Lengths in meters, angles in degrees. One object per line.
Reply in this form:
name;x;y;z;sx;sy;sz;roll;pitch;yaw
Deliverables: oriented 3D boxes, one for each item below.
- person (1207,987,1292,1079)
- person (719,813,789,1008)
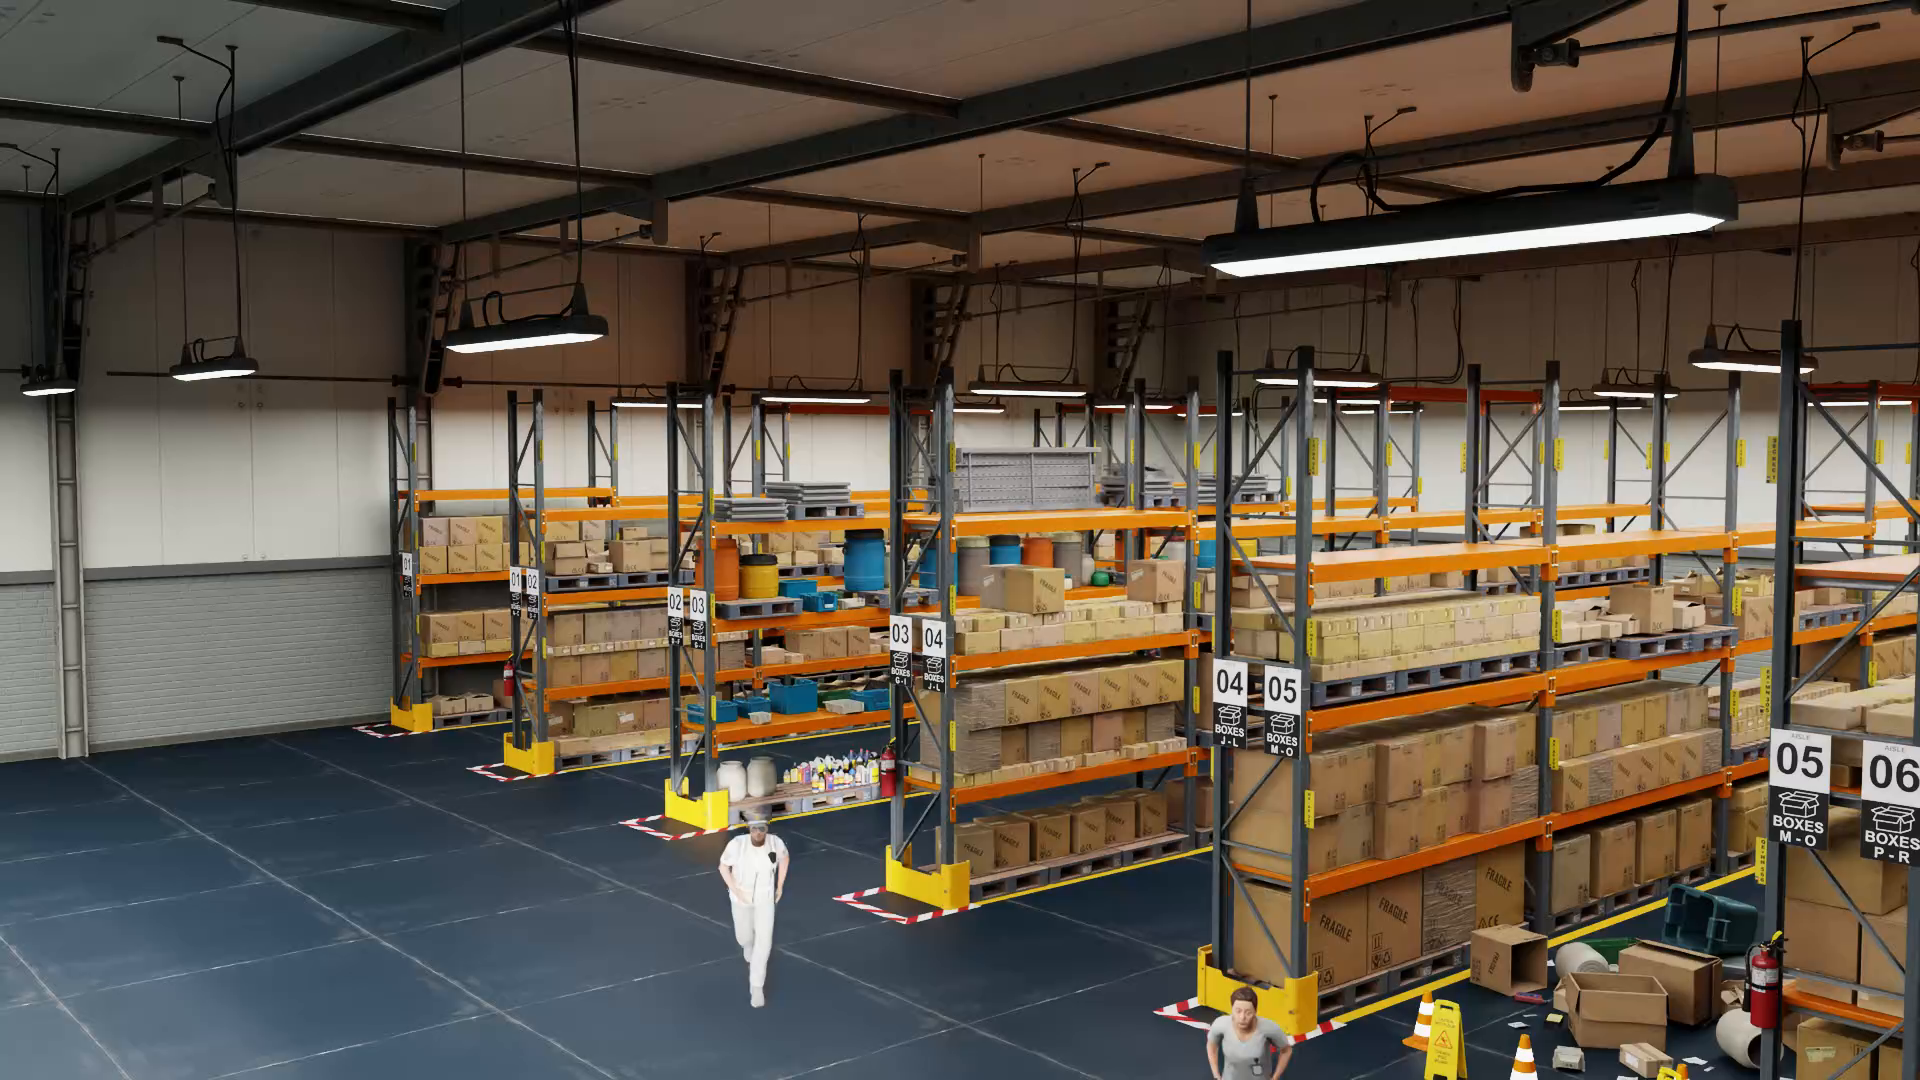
person;1.957;3.729;11.249;0.565;1.621;0.867;1;3;12
person;-1.941;3.393;15.709;0.663;1.776;1.077;-1;3;-9
